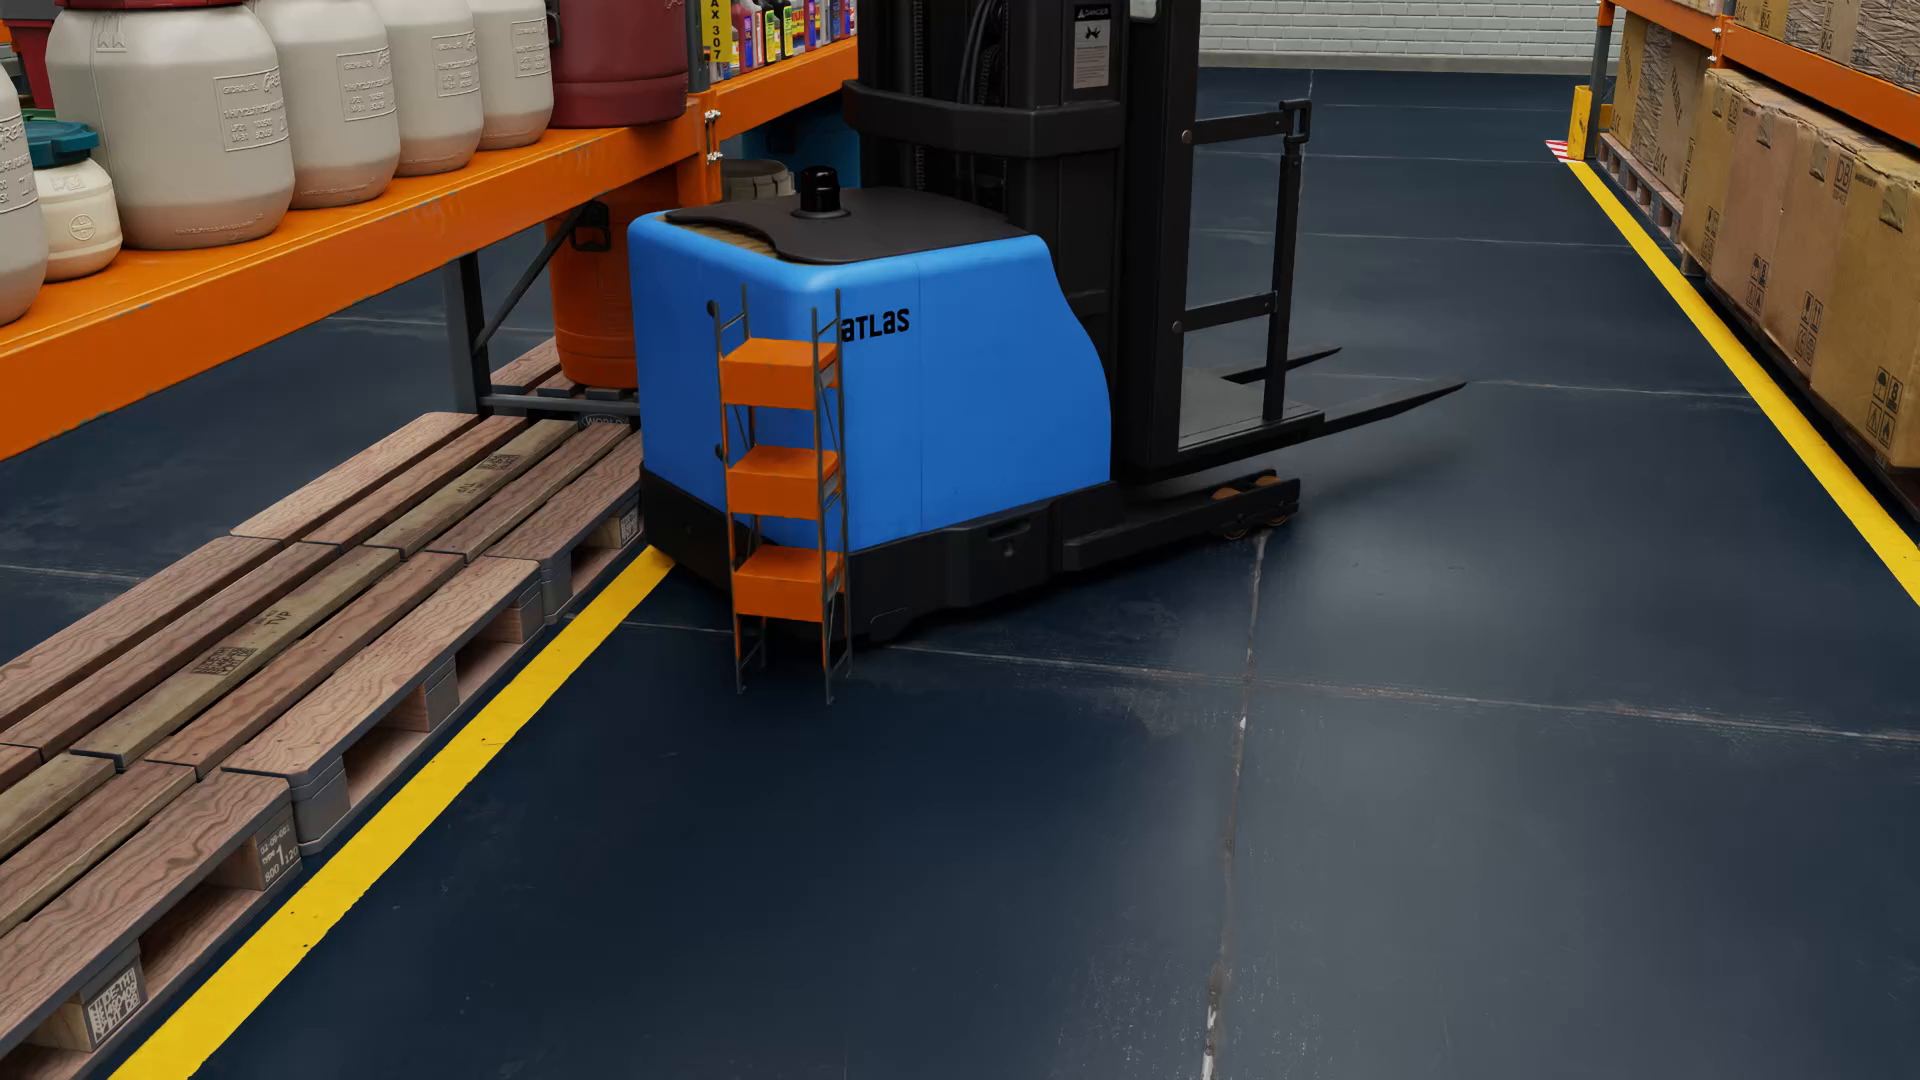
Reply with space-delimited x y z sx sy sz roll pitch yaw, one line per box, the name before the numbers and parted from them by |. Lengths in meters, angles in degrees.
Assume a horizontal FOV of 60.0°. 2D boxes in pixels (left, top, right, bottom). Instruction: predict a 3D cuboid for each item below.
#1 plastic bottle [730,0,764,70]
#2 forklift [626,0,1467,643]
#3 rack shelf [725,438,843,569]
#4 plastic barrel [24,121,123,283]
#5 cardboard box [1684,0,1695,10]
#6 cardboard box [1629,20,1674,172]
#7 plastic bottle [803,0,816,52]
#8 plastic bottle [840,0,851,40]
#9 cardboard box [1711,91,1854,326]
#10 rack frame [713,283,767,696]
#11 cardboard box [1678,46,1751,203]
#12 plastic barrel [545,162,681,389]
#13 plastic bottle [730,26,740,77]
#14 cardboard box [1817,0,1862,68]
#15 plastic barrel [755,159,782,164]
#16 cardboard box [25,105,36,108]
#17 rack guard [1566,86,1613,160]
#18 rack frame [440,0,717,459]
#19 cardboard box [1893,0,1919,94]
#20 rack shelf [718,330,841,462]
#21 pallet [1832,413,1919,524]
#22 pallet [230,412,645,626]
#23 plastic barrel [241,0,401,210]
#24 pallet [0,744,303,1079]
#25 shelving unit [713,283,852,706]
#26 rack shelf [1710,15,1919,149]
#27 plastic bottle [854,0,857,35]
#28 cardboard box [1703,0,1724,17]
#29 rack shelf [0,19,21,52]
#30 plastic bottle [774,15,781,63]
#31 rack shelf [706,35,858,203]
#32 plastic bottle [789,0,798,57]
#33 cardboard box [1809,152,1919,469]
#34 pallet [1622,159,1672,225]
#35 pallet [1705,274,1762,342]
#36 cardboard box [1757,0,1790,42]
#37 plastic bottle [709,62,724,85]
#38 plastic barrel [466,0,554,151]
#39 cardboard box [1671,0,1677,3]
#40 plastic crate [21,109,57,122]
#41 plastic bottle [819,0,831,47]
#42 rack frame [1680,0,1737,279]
plastic bottle | -0.831 -1.925 6.285 0.152 0.276 0.135 4 22 11
forklift | 0.496 -1.501 5.157 3.031 2.935 1.130 -16 27 -34
rack shelf | -0.437 -0.095 4.209 0.240 0.259 0.215 5 23 13
plastic barrel | -1.726 -0.625 3.076 0.301 0.262 0.301 0 22 0
cardboard box | 4.181 -2.973 9.057 0.380 0.149 0.250 4 22 10
cardboard box | 4.913 -2.864 10.733 0.875 0.875 0.875 4 22 11
plastic bottle | -0.645 -2.179 6.904 0.061 0.283 0.133 4 22 11
plastic bottle | -0.533 -2.380 7.403 0.061 0.283 0.133 4 22 11
cardboard box | 4.042 -1.412 7.126 1.225 0.875 0.875 4 22 9
rack frame | -0.555 -0.116 4.232 0.008 1.050 0.200 5 23 13
cardboard box | 4.548 -2.210 9.107 0.875 0.875 0.875 4 22 11
plastic barrel | -1.247 -1.048 6.284 0.600 0.830 0.708 4 22 11
plastic bottle | -0.855 -1.797 6.067 0.097 0.201 0.097 0 22 0
cardboard box | 3.692 -2.106 6.434 0.500 0.500 0.500 5 22 12
plastic barrel | -0.989 -1.527 7.899 0.421 0.512 0.421 0 22 0
cardboard box | -5.182 -2.364 9.965 0.500 0.500 0.500 4 22 11
rack guard | 5.156 -3.077 12.325 1.175 0.500 0.348 4 22 11
rack frame | -1.330 -1.680 5.510 1.000 3.000 0.127 4 22 11
cardboard box | 3.484 -1.730 5.500 0.500 0.500 0.500 4 22 10
rack shelf | -0.438 -0.357 4.100 0.240 0.259 0.215 5 23 13
pallet | 3.753 -0.291 5.795 1.003 0.211 1.213 4 22 11
pallet | -1.526 -0.106 5.334 1.003 0.211 1.213 4 22 11
plastic barrel | -1.498 -1.040 3.738 0.433 0.535 0.433 0 22 0
pallet | -2.024 0.786 3.119 1.003 0.211 1.213 4 22 11
shelving unit | -0.437 -0.105 4.205 0.252 1.050 0.215 5 23 13
rack shelf | 3.927 -1.700 6.523 1.077 0.370 4.000 4 22 11
plastic bottle | -0.530 -2.464 7.623 0.152 0.276 0.135 4 22 11
cardboard box | 4.076 -2.785 8.590 0.380 0.149 0.250 5 22 11
rack shelf | -5.770 -2.457 8.401 1.077 0.370 4.000 4 22 11
plastic bottle | -0.753 -1.980 6.520 0.097 0.201 0.097 0 22 0
rack shelf | -0.922 -2.078 7.460 1.077 0.370 4.000 4 22 11
plastic bottle | -0.706 -2.097 6.716 0.097 0.271 0.097 0 22 0
cardboard box | 3.680 -0.762 5.513 1.225 0.875 0.875 3 22 8
pallet | 4.813 -2.191 10.512 1.003 0.211 1.213 4 22 11
pallet | 4.251 -1.184 8.010 1.003 0.211 1.213 4 22 11
cardboard box | 3.895 -2.478 7.359 0.500 0.500 0.500 4 22 11
plastic bottle | -0.925 -1.756 5.864 0.152 0.276 0.135 4 22 11
plastic barrel | -1.331 -1.339 4.514 0.421 0.512 0.421 0 22 0
cardboard box | 4.286 -3.162 9.525 0.380 0.149 0.250 5 22 12
plastic crate | -2.067 -0.777 3.552 0.450 0.188 0.662 4 22 11
plastic bottle | -0.642 -2.263 7.124 0.152 0.276 0.135 4 22 11
rack frame | 4.335 -2.765 8.204 1.000 3.000 0.127 4 22 11
